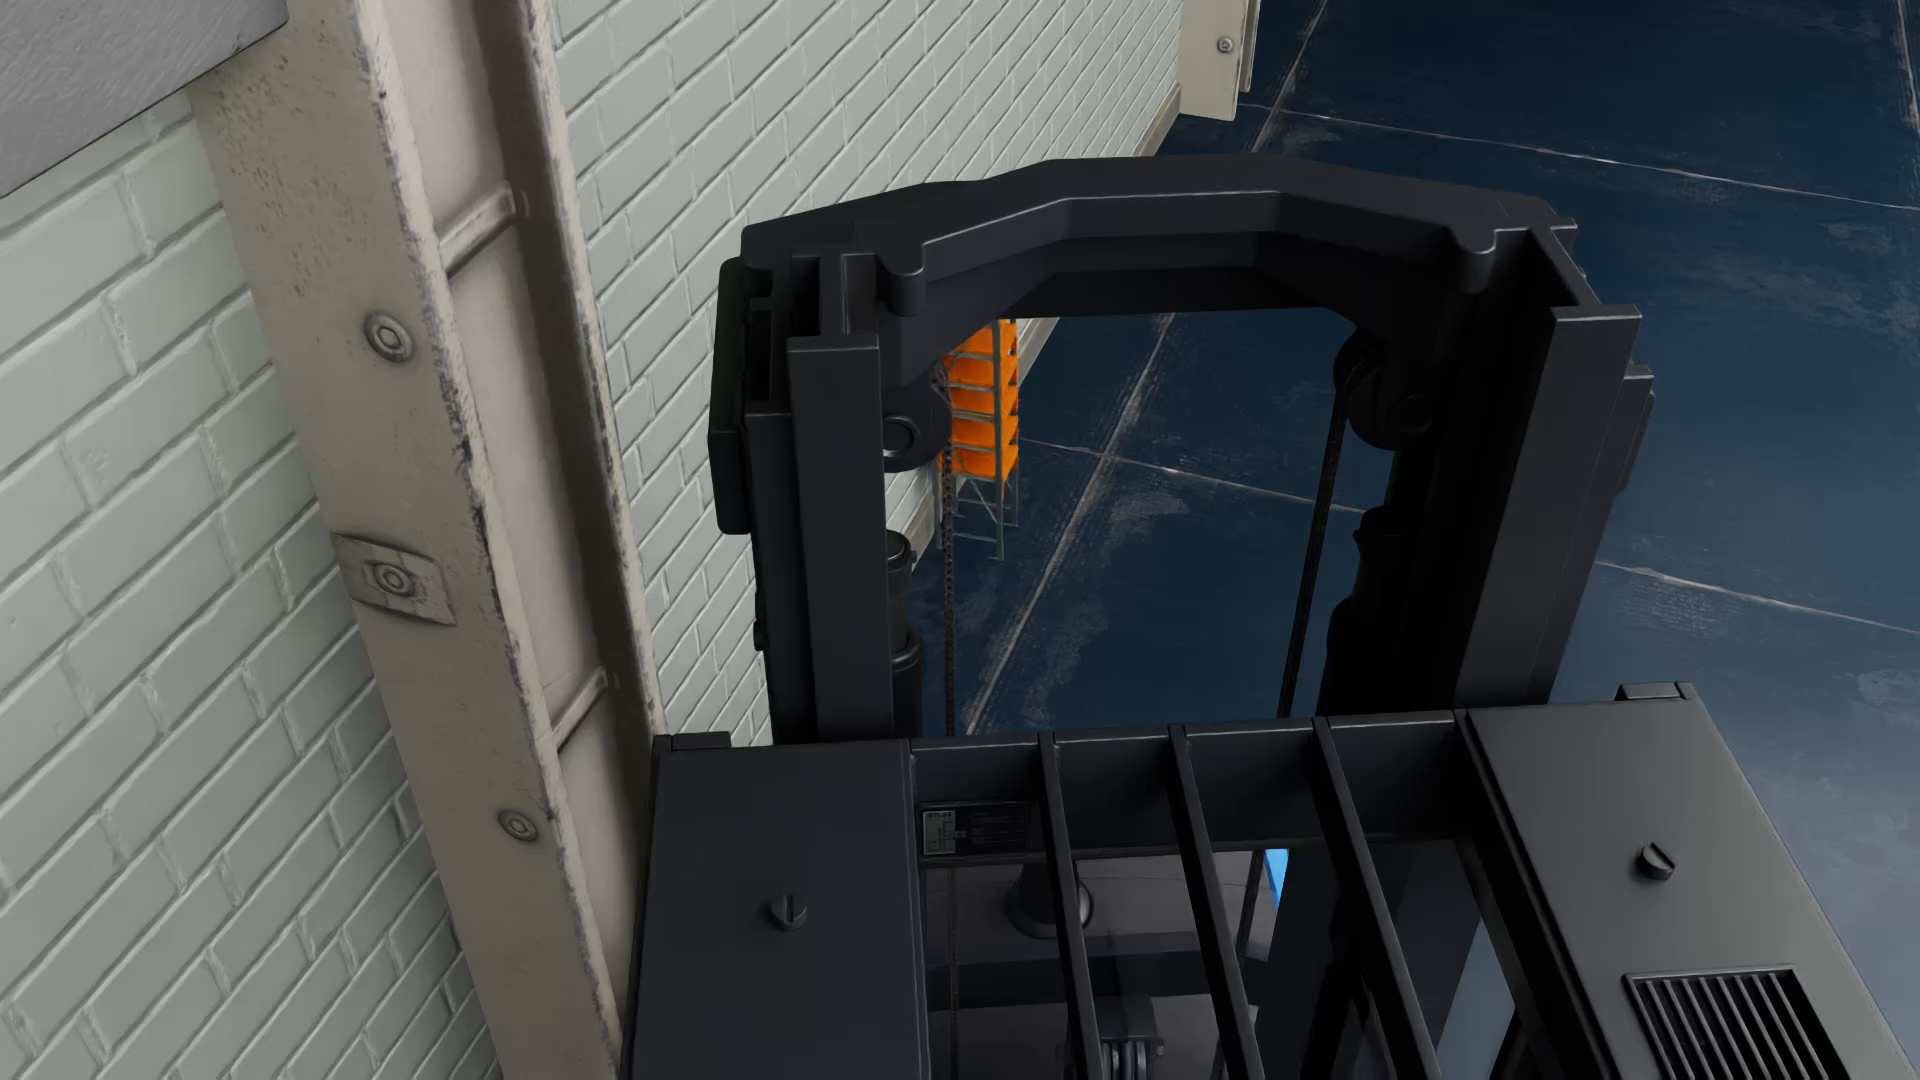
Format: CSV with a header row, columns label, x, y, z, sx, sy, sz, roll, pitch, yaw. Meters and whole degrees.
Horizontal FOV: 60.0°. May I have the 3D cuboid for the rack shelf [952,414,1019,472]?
label,x,y,z,sx,sy,sz,roll,pitch,yaw
rack shelf,0.047,-0.339,5.469,0.258,0.103,0.180,10,42,14

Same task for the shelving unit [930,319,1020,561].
label,x,y,z,sx,sy,sz,roll,pitch,yaw
shelving unit,0.042,-0.464,5.362,0.258,1.200,0.189,10,42,14

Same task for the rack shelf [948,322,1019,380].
label,x,y,z,sx,sy,sz,roll,pitch,yaw
rack shelf,0.037,-0.613,5.236,0.258,0.103,0.180,10,42,14

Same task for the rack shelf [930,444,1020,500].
label,x,y,z,sx,sy,sz,roll,pitch,yaw
rack shelf,0.051,-0.247,5.547,0.258,0.103,0.180,10,42,14

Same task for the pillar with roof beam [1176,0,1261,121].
label,x,y,z,sx,sy,sz,roll,pitch,yaw
pillar with roof beam,5.306,-4.677,4.299,9.100,9.000,0.400,13,42,15

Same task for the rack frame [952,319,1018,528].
label,x,y,z,sx,sy,sz,roll,pitch,yaw
rack frame,0.069,-0.521,5.428,0.240,1.200,0.006,10,42,14

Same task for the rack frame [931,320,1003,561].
label,x,y,z,sx,sy,sz,roll,pitch,yaw
rack frame,0.015,-0.407,5.296,0.240,1.200,0.006,10,42,14

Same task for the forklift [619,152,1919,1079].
label,x,y,z,sx,sy,sz,roll,pitch,yaw
forklift,0.250,1.151,2.143,1.130,2.935,3.031,-3,41,-3

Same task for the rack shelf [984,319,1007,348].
label,x,y,z,sx,sy,sz,roll,pitch,yaw
rack shelf,0.033,-0.704,5.158,0.258,0.103,0.180,10,42,14

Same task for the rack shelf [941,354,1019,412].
label,x,y,z,sx,sy,sz,roll,pitch,yaw
rack shelf,0.040,-0.521,5.313,0.258,0.103,0.180,10,42,14

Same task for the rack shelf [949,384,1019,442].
label,x,y,z,sx,sy,sz,roll,pitch,yaw
rack shelf,0.044,-0.430,5.391,0.258,0.103,0.180,10,42,14
